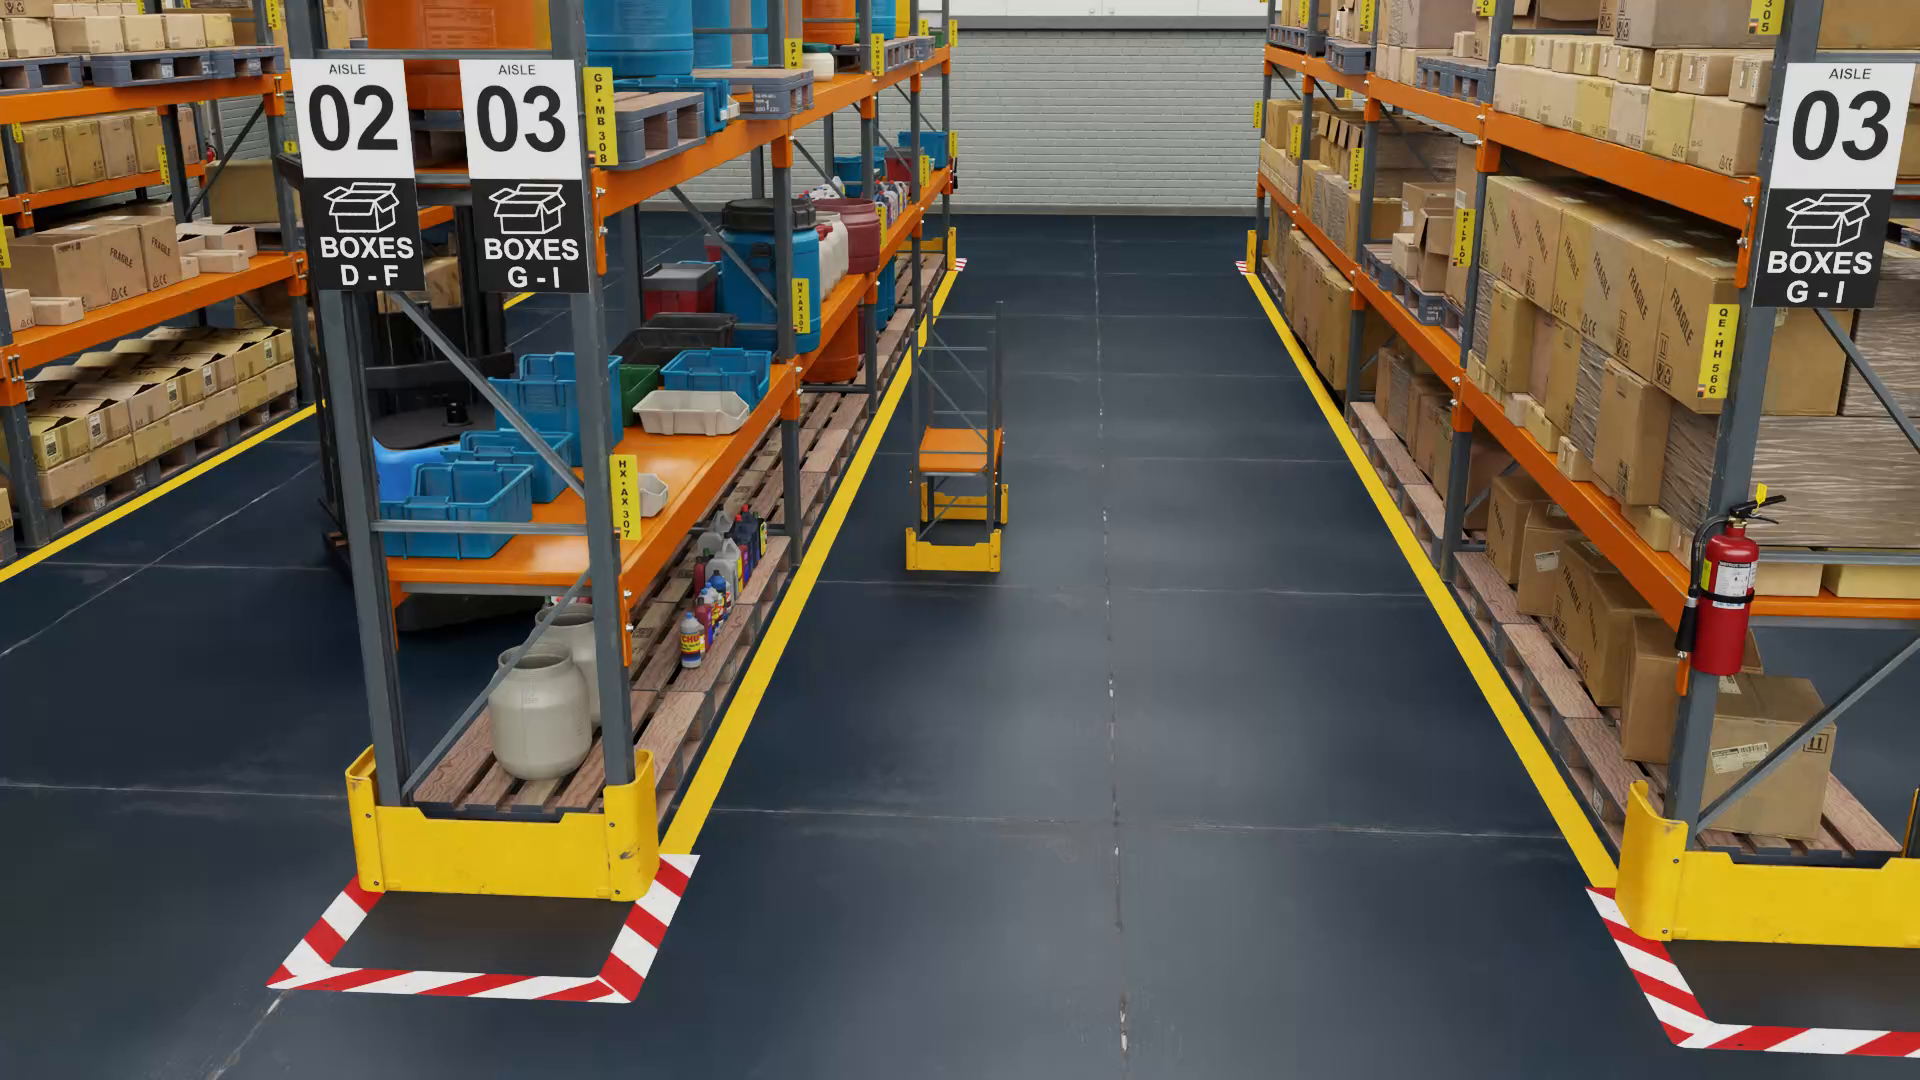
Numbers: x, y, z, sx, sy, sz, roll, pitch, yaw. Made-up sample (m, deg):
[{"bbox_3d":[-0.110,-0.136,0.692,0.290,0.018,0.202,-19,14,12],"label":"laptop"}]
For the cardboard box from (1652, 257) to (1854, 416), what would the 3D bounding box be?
[{"bbox_3d":[2.950,-0.769,6.207,0.500,0.500,0.500,1,18,4],"label":"cardboard box"}]

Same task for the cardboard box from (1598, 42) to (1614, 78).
[{"bbox_3d":[3.072,-2.133,7.400,0.380,0.149,0.250,2,18,5],"label":"cardboard box"}]

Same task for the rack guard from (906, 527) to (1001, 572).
[{"bbox_3d":[-0.041,0.060,10.340,0.587,0.250,0.087,1,18,4],"label":"rack guard"}]

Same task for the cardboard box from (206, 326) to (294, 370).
[{"bbox_3d":[-5.942,-1.626,13.910,0.500,0.311,0.500,2,18,5],"label":"cardboard box"}]

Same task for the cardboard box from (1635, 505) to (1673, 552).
[{"bbox_3d":[2.956,-0.058,6.687,0.380,0.149,0.250,1,18,4],"label":"cardboard box"}]

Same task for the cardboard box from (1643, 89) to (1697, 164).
[{"bbox_3d":[2.971,-1.593,6.391,0.500,0.250,0.500,1,18,4],"label":"cardboard box"}]

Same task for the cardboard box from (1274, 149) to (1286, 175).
[{"bbox_3d":[3.897,-4.345,19.128,0.500,0.250,0.500,1,18,3],"label":"cardboard box"}]

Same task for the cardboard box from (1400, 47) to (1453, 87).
[{"bbox_3d":[3.378,-3.307,11.623,0.500,0.250,0.500,2,18,5],"label":"cardboard box"}]

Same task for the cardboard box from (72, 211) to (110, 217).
[{"bbox_3d":[-10.748,-3.979,20.547,0.380,0.149,0.250,1,18,4],"label":"cardboard box"}]

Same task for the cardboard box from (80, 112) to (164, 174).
[{"bbox_3d":[-10.586,-4.987,20.843,0.980,0.700,0.700,1,18,3],"label":"cardboard box"}]

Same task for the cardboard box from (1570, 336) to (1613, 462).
[{"bbox_3d":[3.219,-0.600,7.297,0.875,0.500,0.500,1,18,4],"label":"cardboard box"}]

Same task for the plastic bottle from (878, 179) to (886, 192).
[{"bbox_3d":[-0.807,-3.453,16.722,0.144,0.351,0.185,1,18,4],"label":"plastic bottle"}]

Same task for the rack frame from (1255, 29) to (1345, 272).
[{"bbox_3d":[4.304,-4.897,21.052,1.000,3.000,0.127,1,18,4],"label":"rack frame"}]

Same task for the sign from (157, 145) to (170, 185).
[{"bbox_3d":[-6.692,-3.157,14.008,0.100,0.325,0.005,1,18,4],"label":"sign"}]

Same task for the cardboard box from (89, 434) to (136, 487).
[{"bbox_3d":[-6.123,-0.564,11.569,0.500,0.250,0.500,2,18,5],"label":"cardboard box"}]

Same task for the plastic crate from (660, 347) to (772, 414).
[{"bbox_3d":[-1.305,-0.861,8.971,0.499,0.251,0.616,1,18,4],"label":"plastic crate"}]

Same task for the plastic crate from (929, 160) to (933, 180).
[{"bbox_3d":[-0.528,-4.313,19.442,0.416,0.233,0.300,1,18,4],"label":"plastic crate"}]

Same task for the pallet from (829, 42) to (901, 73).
[{"bbox_3d":[-1.058,-4.094,14.087,1.003,0.211,1.213,1,18,4],"label":"pallet"}]

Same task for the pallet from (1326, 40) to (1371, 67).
[{"bbox_3d":[3.801,-4.297,14.706,1.003,0.211,1.213,2,18,6],"label":"pallet"}]

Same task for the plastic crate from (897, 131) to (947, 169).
[{"bbox_3d":[-0.474,-4.945,21.044,0.616,0.435,0.499,1,18,4],"label":"plastic crate"}]

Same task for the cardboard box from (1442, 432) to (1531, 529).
[{"bbox_3d":[3.509,-0.382,10.579,0.700,0.500,0.500,0,18,0],"label":"cardboard box"}]

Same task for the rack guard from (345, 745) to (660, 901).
[{"bbox_3d":[-1.825,1.124,6.688,1.175,0.500,0.348,1,18,4],"label":"rack guard"}]

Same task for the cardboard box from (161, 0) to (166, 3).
[{"bbox_3d":[-10.298,-6.953,20.711,0.500,0.500,0.500,1,18,4],"label":"cardboard box"}]

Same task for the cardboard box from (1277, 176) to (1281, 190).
[{"bbox_3d":[3.804,-4.037,18.829,0.380,0.149,0.250,1,18,3],"label":"cardboard box"}]

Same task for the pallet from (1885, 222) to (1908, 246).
[{"bbox_3d":[8.771,-2.795,14.945,1.003,0.211,1.213,1,18,4],"label":"pallet"}]

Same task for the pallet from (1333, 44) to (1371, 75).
[{"bbox_3d":[3.723,-3.950,13.646,1.213,0.211,1.003,2,18,6],"label":"pallet"}]

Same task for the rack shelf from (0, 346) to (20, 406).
[{"bbox_3d":[-6.581,-0.430,8.573,1.077,0.370,4.000,1,18,4],"label":"rack shelf"}]

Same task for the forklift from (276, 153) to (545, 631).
[{"bbox_3d":[-3.405,-1.297,10.174,1.130,2.935,3.031,-11,21,-29],"label":"forklift"}]

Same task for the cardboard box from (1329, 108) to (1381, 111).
[{"bbox_3d":[4.382,-4.539,18.517,0.500,0.500,0.500,1,18,2],"label":"cardboard box"}]

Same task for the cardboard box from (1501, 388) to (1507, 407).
[{"bbox_3d":[3.098,-0.758,8.821,0.380,0.149,0.250,1,18,4],"label":"cardboard box"}]

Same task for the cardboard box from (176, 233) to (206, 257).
[{"bbox_3d":[-6.408,-2.319,13.327,0.500,0.311,0.500,1,18,3],"label":"cardboard box"}]

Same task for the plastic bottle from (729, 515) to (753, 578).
[{"bbox_3d":[-1.269,0.035,9.547,0.144,0.351,0.185,0,18,1],"label":"plastic bottle"}]

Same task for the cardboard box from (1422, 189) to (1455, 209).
[{"bbox_3d":[3.791,-2.316,12.338,0.700,0.500,0.500,4,19,12],"label":"cardboard box"}]

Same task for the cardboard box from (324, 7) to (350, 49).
[{"bbox_3d":[-6.079,-4.564,15.057,0.910,0.500,0.500,1,18,4],"label":"cardboard box"}]

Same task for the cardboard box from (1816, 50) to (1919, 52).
[{"bbox_3d":[3.508,-1.795,6.366,0.380,0.149,0.250,2,18,6],"label":"cardboard box"}]

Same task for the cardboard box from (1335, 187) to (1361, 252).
[{"bbox_3d":[3.560,-2.774,14.411,0.500,0.500,0.500,1,18,3],"label":"cardboard box"}]

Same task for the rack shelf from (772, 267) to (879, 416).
[{"bbox_3d":[-1.353,-1.560,12.023,1.077,0.370,4.000,1,18,4],"label":"rack shelf"}]

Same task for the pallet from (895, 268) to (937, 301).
[{"bbox_3d":[-0.825,-3.050,19.891,1.003,0.211,1.213,1,18,4],"label":"pallet"}]

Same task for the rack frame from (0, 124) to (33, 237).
[{"bbox_3d":[-10.805,-3.987,18.273,1.000,3.000,0.127,1,18,4],"label":"rack frame"}]

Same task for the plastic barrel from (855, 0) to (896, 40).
[{"bbox_3d":[-0.893,-5.095,15.359,0.600,0.901,0.708,1,18,4],"label":"plastic barrel"}]

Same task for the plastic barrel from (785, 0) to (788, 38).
[{"bbox_3d":[-1.532,-3.700,11.889,0.600,0.830,0.708,1,18,4],"label":"plastic barrel"}]

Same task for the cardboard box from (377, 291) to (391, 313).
[{"bbox_3d":[-5.760,-2.110,15.852,0.500,0.500,0.500,1,18,3],"label":"cardboard box"}]

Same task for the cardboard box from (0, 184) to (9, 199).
[{"bbox_3d":[-10.547,-3.766,17.969,0.380,0.149,0.250,1,18,4],"label":"cardboard box"}]

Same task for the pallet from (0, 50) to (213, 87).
[{"bbox_3d":[-6.187,-3.411,12.001,1.003,0.211,1.213,2,18,6],"label":"pallet"}]

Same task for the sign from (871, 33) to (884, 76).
[{"bbox_3d":[-0.661,-3.889,13.325,0.100,0.325,0.005,1,18,4],"label":"sign"}]

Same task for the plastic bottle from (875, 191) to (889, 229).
[{"bbox_3d":[-0.742,-3.107,15.668,0.144,0.351,0.185,1,18,4],"label":"plastic bottle"}]

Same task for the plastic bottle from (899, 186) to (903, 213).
[{"bbox_3d":[-0.655,-3.464,16.876,0.152,0.276,0.135,1,18,4],"label":"plastic bottle"}]

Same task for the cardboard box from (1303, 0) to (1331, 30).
[{"bbox_3d":[4.013,-5.620,17.443,0.700,0.500,0.500,0,18,1],"label":"cardboard box"}]

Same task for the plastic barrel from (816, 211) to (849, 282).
[{"bbox_3d":[-1.071,-2.252,12.800,0.421,0.512,0.421,0,18,0],"label":"plastic barrel"}]

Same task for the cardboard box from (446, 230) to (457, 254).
[{"bbox_3d":[-5.734,-3.484,20.040,0.797,0.503,0.637,1,18,4],"label":"cardboard box"}]

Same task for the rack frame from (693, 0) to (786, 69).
[{"bbox_3d":[-1.497,-4.132,9.081,1.000,3.000,0.127,1,18,4],"label":"rack frame"}]

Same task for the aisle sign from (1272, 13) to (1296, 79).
[{"bbox_3d":[4.010,-6.162,20.736,0.394,0.787,0.004,1,18,4],"label":"aisle sign"}]

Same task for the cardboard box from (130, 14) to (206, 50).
[{"bbox_3d":[-6.146,-3.883,12.707,0.500,0.250,0.500,2,18,5],"label":"cardboard box"}]

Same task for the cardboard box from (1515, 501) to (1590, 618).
[{"bbox_3d":[3.341,0.119,9.082,0.500,0.500,0.500,7,20,21],"label":"cardboard box"}]

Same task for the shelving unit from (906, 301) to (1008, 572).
[{"bbox_3d":[-0.005,-0.689,10.617,0.587,1.500,1.083,1,18,4],"label":"shelving unit"}]

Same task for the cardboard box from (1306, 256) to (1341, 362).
[{"bbox_3d":[3.872,-2.093,15.232,1.225,0.875,0.875,1,18,4],"label":"cardboard box"}]

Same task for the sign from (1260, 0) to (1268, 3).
[{"bbox_3d":[3.751,-6.790,20.480,0.100,0.325,0.005,1,18,4],"label":"sign"}]

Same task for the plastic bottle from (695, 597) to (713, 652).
[{"bbox_3d":[-1.308,0.417,8.489,0.061,0.283,0.133,2,18,5],"label":"plastic bottle"}]

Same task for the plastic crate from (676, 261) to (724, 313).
[{"bbox_3d":[-1.728,-1.623,11.085,0.392,0.384,0.575,1,18,4],"label":"plastic crate"}]
